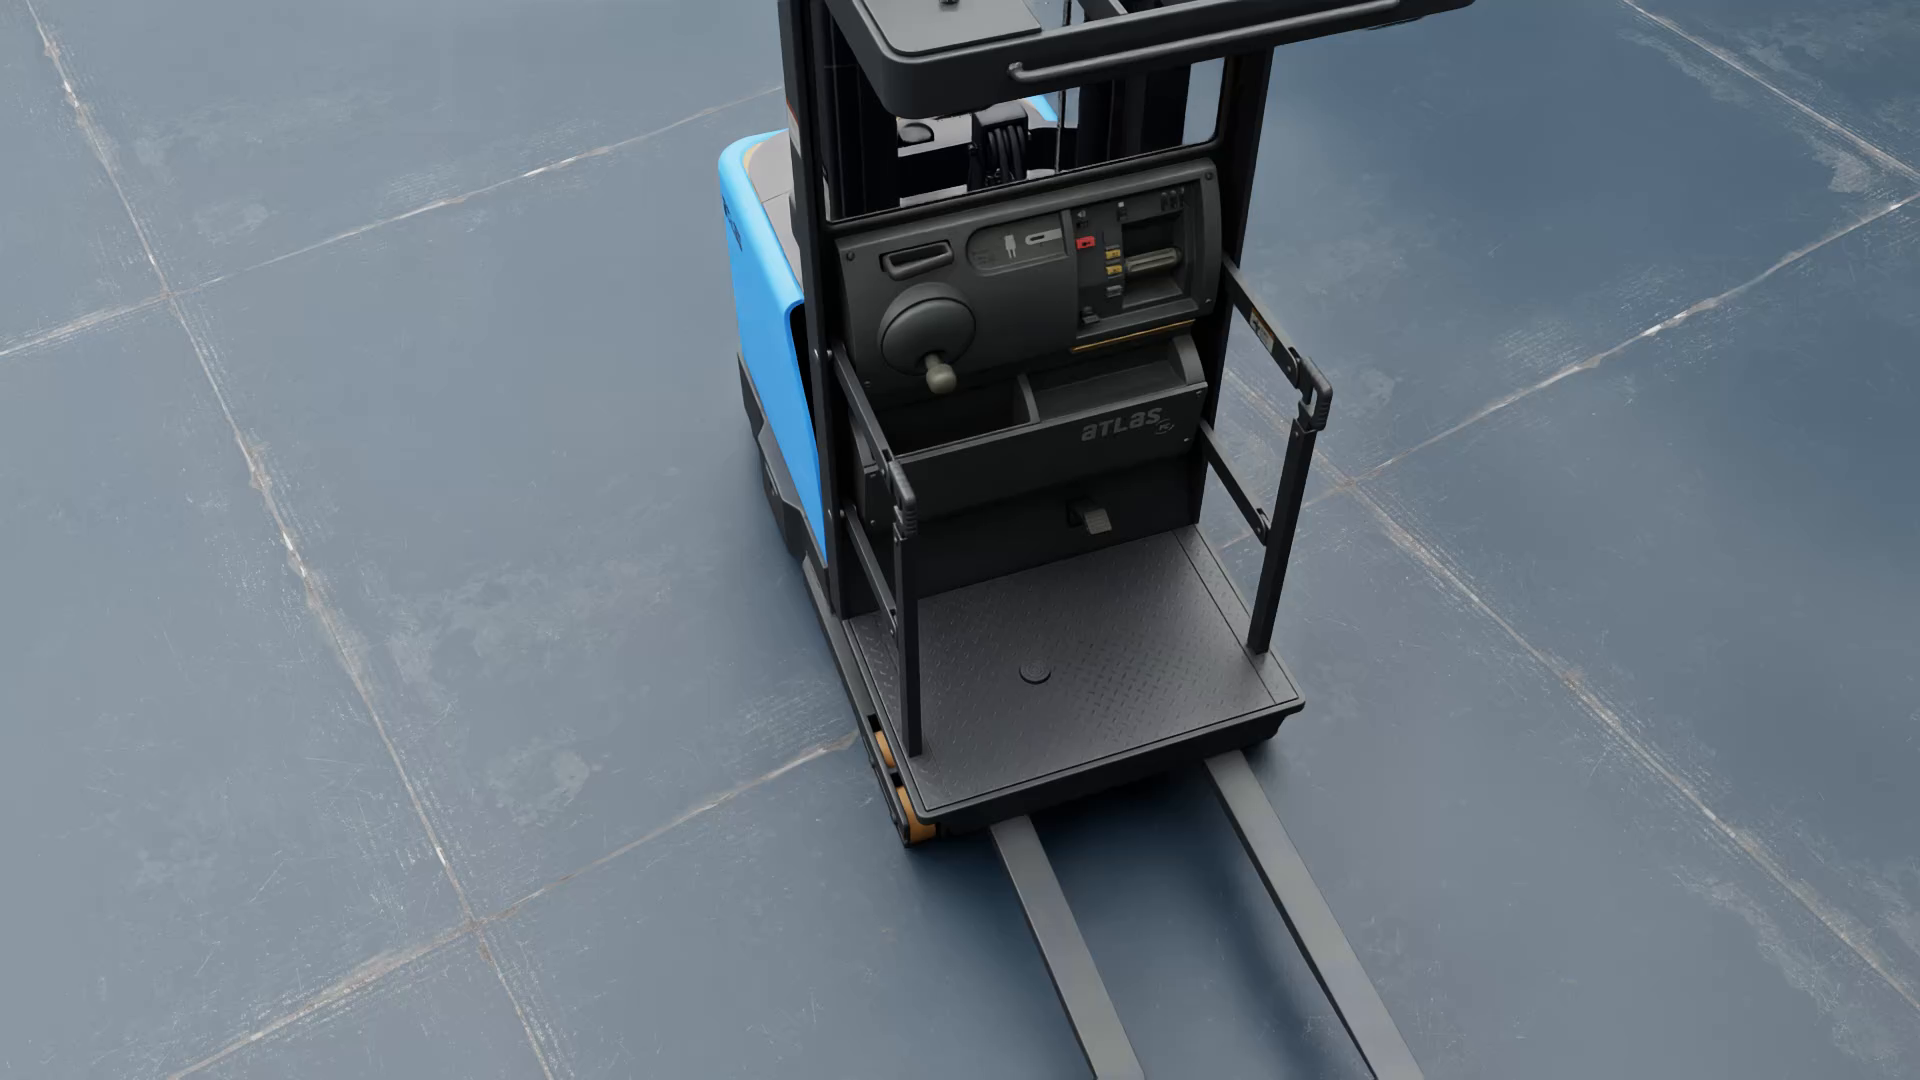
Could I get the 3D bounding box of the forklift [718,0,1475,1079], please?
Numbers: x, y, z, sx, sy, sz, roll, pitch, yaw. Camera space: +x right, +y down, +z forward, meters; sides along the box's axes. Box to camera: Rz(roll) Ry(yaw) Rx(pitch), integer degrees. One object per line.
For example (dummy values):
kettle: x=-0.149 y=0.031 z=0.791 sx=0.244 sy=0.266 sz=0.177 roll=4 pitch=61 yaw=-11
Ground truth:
forklift: x=0.252 y=-0.509 z=3.741 sx=1.130 sy=2.935 sz=3.031 roll=-15 pitch=50 yaw=-13
